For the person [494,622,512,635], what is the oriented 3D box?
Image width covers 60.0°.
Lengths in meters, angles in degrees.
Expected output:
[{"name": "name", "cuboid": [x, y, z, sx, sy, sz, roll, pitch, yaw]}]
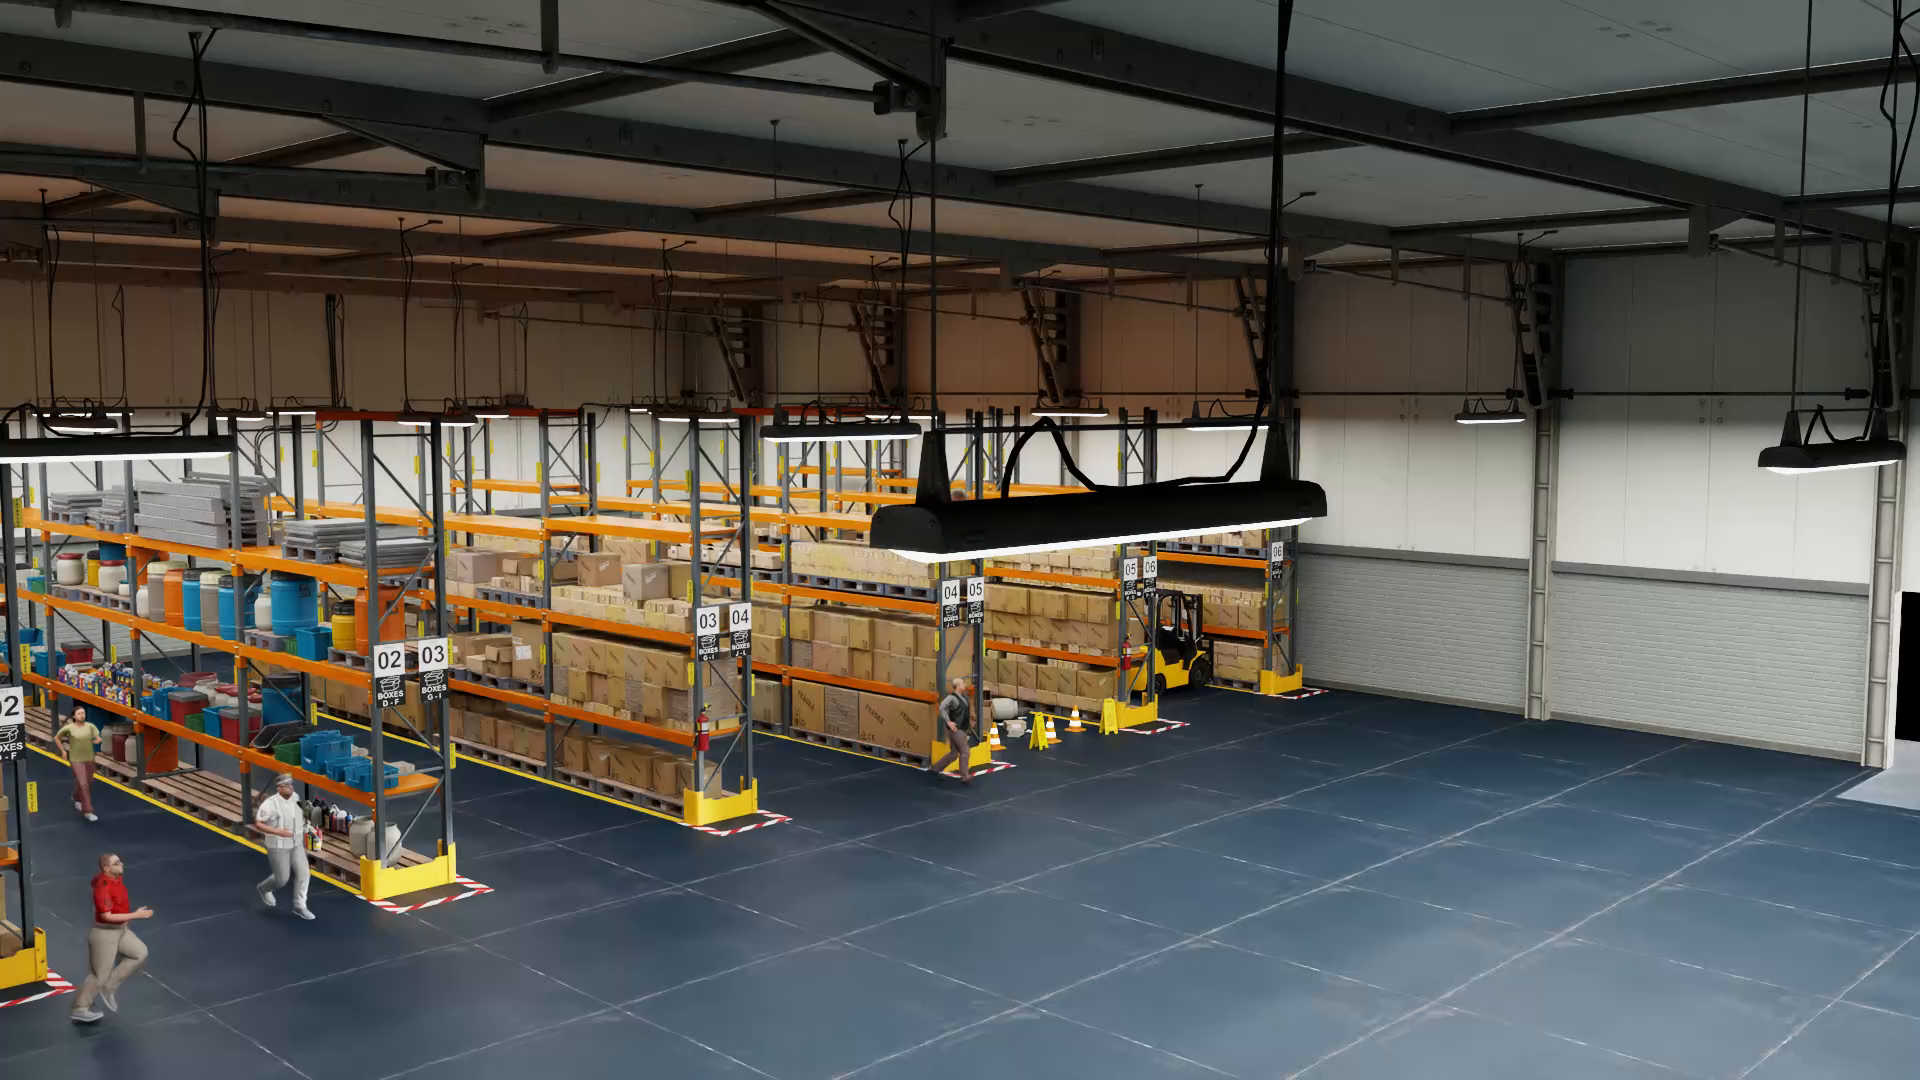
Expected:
[{"name": "person", "cuboid": [-11.165, 1.976, 40.602, 0.576, 1.526, 0.580, 0, 5, 2]}]

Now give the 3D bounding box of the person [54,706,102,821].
[{"name": "person", "cuboid": [-13.062, 3.283, 24.730, 0.969, 1.655, 0.574, 4, 6, 38]}]

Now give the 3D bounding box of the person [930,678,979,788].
[{"name": "person", "cuboid": [-0.053, 3.100, 26.923, 0.828, 1.728, 0.655, 1, 5, 15]}]

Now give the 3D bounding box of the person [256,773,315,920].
[{"name": "person", "cuboid": [-8.190, 3.686, 20.134, 0.852, 1.787, 0.701, 3, 6, 31]}]

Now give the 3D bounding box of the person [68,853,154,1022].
[{"name": "person", "cuboid": [-8.583, 3.982, 16.838, 0.823, 1.681, 0.685, -1, 5, -12]}]
